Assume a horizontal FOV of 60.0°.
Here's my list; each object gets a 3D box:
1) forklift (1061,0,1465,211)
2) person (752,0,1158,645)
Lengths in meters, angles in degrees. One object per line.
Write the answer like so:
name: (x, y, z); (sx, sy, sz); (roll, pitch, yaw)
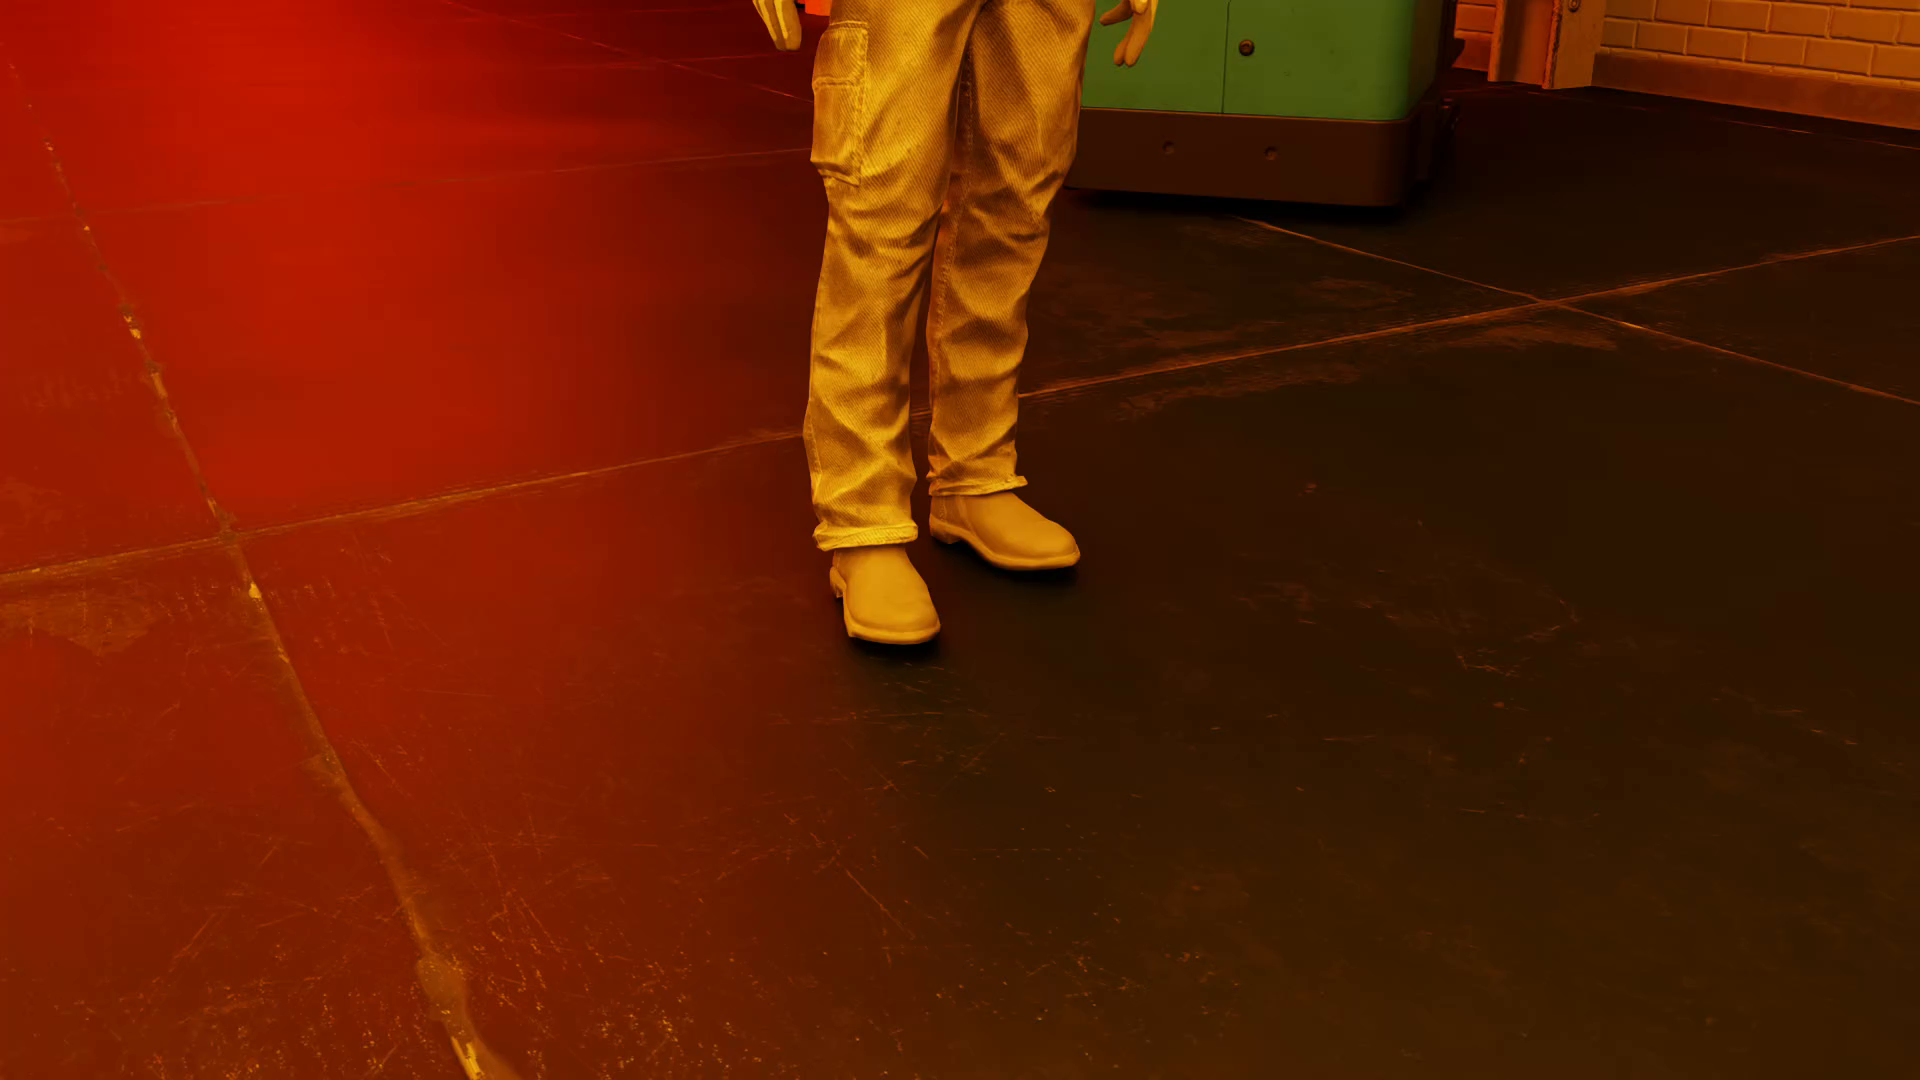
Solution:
forklift: (1.264, -2.842, 5.699); (1.130, 2.935, 3.031); (8, 24, 18)
person: (0.029, -0.806, 2.232); (0.656, 1.781, 0.577); (-12, 25, -28)
